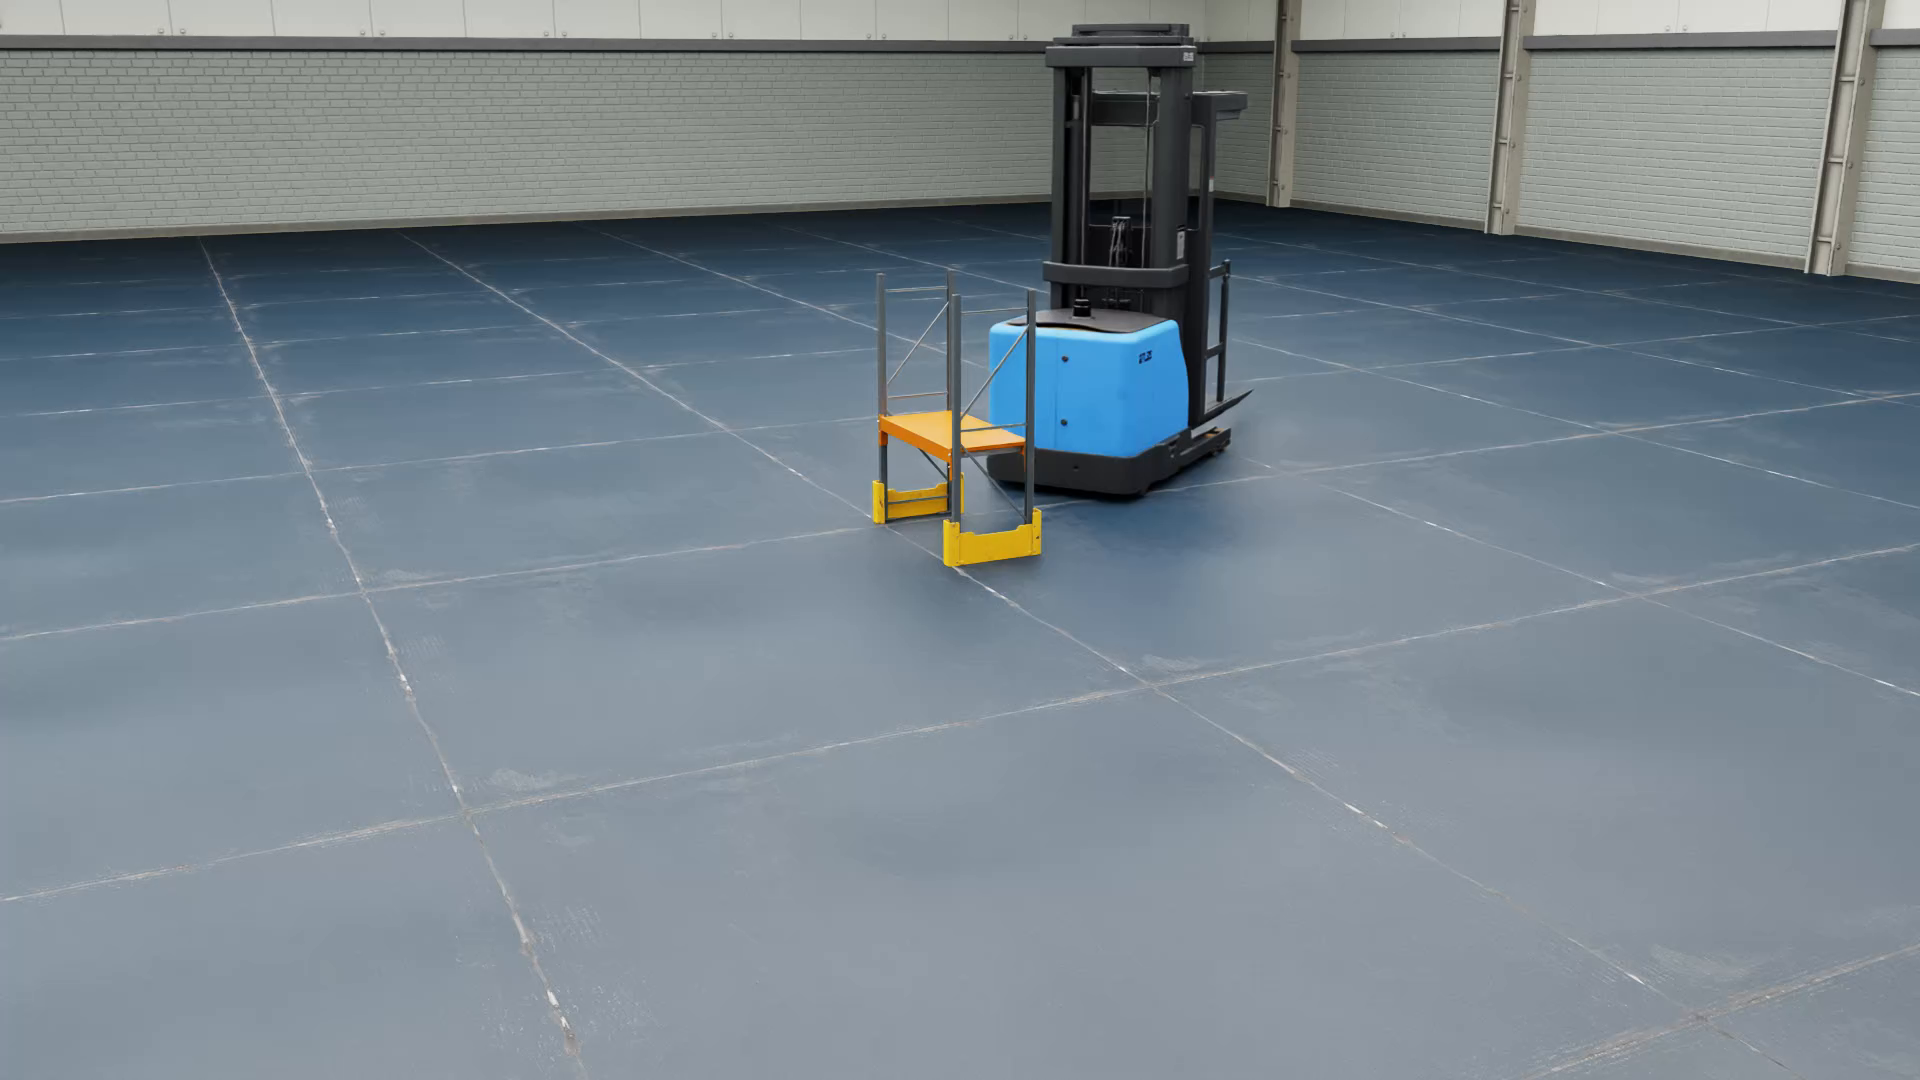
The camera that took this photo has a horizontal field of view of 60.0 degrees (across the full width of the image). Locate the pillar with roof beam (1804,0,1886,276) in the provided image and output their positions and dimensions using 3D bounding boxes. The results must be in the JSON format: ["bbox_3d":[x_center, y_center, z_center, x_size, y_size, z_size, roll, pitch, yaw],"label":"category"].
[{"bbox_3d":[7.597,-7.335,18.996,9.100,9.000,0.400,-8,18,-25],"label":"pillar with roof beam"}]

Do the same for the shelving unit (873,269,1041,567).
[{"bbox_3d":[-0.033,-0.740,9.610,0.587,1.500,1.083,-8,18,-25],"label":"shelving unit"}]

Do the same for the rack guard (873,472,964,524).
[{"bbox_3d":[-0.252,-0.263,10.212,0.587,0.250,0.087,-8,18,-25],"label":"rack guard"}]

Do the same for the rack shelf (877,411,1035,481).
[{"bbox_3d":[-0.037,-0.569,9.667,0.538,0.185,1.000,-8,18,-25],"label":"rack shelf"}]

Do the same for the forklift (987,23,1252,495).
[{"bbox_3d":[1.302,-2.053,11.590,1.130,2.935,3.031,8,18,26],"label":"forklift"}]

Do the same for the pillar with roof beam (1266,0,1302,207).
[{"bbox_3d":[2.340,-10.310,29.364,9.100,9.000,0.400,-8,18,-25],"label":"pillar with roof beam"}]

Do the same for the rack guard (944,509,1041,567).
[{"bbox_3d":[0.185,-0.016,9.352,0.587,0.250,0.087,-8,18,-25],"label":"rack guard"}]

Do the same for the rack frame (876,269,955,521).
[{"bbox_3d":[-0.260,-0.868,10.057,0.500,1.500,0.032,-8,18,-25],"label":"rack frame"}]

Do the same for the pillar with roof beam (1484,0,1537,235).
[{"bbox_3d":[4.968,-8.822,24.180,9.100,9.000,0.400,-8,18,-25],"label":"pillar with roof beam"}]

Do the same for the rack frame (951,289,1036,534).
[{"bbox_3d":[0.185,-0.616,9.178,0.500,1.500,0.032,-8,18,-25],"label":"rack frame"}]
